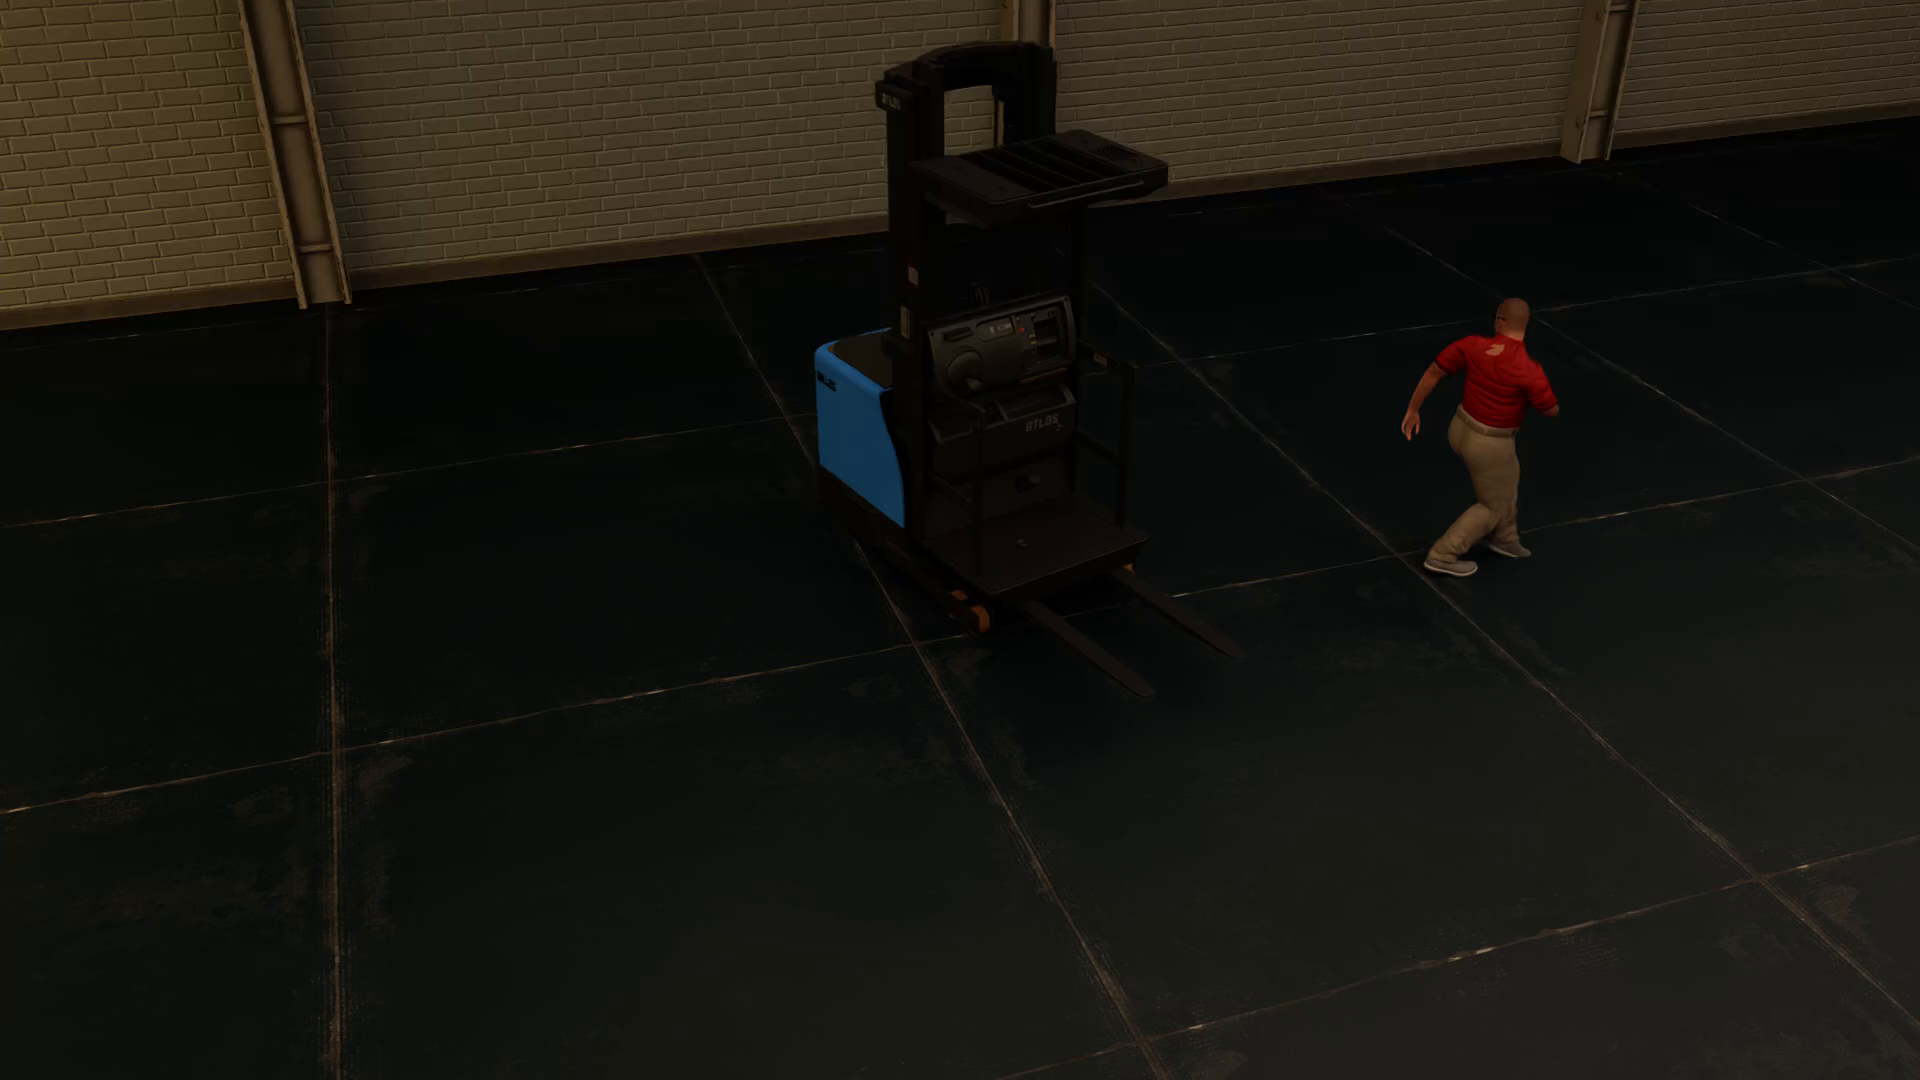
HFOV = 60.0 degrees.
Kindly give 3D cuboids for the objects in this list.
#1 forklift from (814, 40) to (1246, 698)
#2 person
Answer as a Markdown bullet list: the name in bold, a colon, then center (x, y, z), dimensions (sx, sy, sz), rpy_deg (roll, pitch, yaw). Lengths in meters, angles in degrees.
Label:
- **forklift**: center (0.352, -1.019, 8.858), dimensions (1.130, 2.935, 3.031), rpy_deg (-18, 35, -29)
- **person**: center (2.998, -0.548, 9.371), dimensions (0.914, 1.714, 0.579), rpy_deg (-9, 31, -15)
